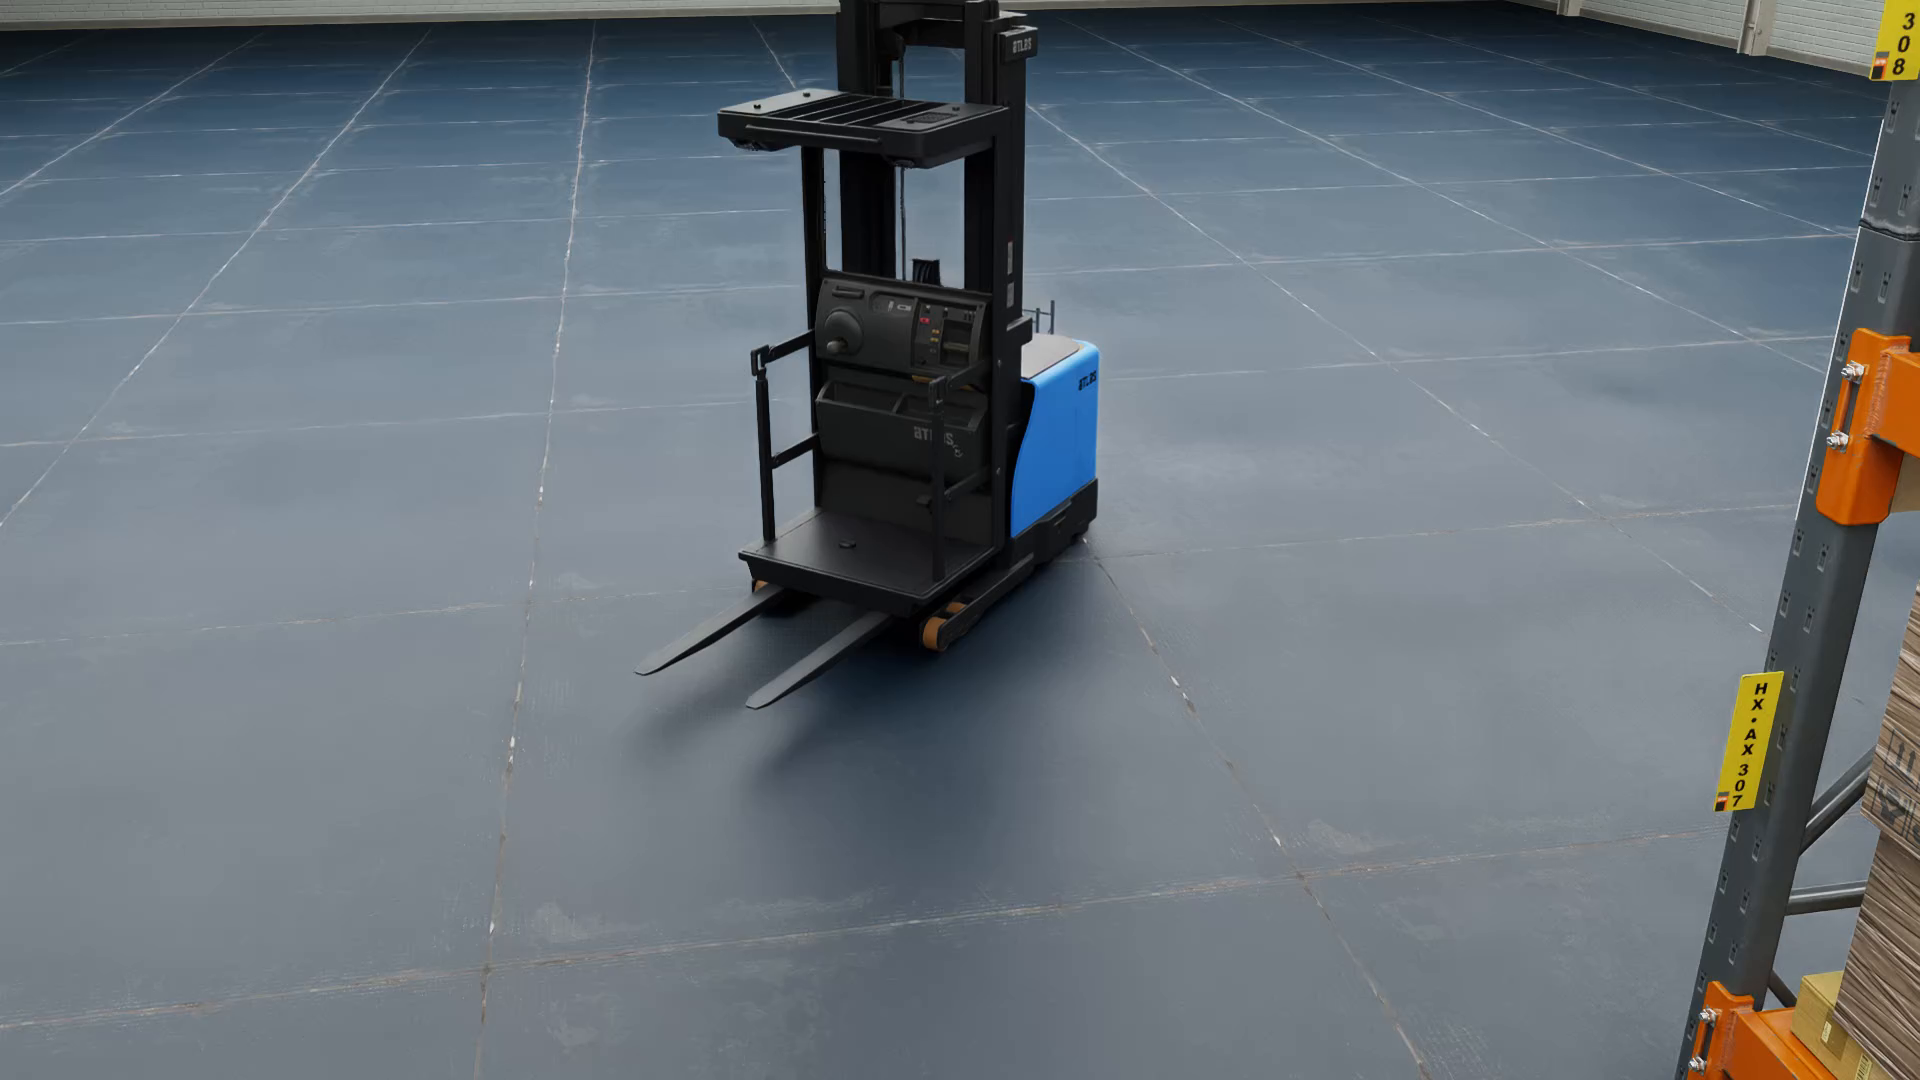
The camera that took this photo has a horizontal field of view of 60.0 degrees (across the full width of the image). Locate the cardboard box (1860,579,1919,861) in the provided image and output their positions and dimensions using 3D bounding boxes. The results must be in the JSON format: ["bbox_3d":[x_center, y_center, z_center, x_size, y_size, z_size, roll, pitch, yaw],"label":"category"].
[{"bbox_3d":[2.008,0.374,2.900,0.500,0.500,0.500,-4,24,-10],"label":"cardboard box"}]

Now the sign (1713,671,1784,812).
[{"bbox_3d":[1.641,0.421,3.456,0.100,0.325,0.005,-4,24,-10],"label":"sign"}]

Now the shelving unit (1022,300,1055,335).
[{"bbox_3d":[0.380,-0.786,9.551,0.258,1.200,0.189,13,27,27],"label":"shelving unit"}]

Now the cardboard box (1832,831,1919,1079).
[{"bbox_3d":[2.249,0.814,3.142,0.875,0.500,0.500,-4,24,-10],"label":"cardboard box"}]

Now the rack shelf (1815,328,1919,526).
[{"bbox_3d":[2.544,0.520,1.464,1.077,0.370,4.000,-4,24,-10],"label":"rack shelf"}]

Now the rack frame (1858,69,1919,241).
[{"bbox_3d":[2.174,-1.971,2.520,1.000,3.000,0.127,-4,24,-10],"label":"rack frame"}]

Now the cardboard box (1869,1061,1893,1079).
[{"bbox_3d":[2.020,1.123,3.246,0.380,0.149,0.250,-4,24,-10],"label":"cardboard box"}]

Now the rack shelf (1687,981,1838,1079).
[{"bbox_3d":[2.544,1.894,2.064,1.077,0.370,4.000,-4,24,-10],"label":"rack shelf"}]

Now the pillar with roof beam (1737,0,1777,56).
[{"bbox_3d":[9.089,-11.981,25.440,9.100,9.000,0.400,-4,24,-10],"label":"pillar with roof beam"}]

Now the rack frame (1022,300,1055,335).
[{"bbox_3d":[0.425,-0.818,9.624,0.240,1.200,0.006,13,27,27],"label":"rack frame"}]

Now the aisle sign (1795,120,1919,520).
[{"bbox_3d":[1.868,-0.416,3.206,0.394,0.787,0.004,-4,24,-10],"label":"aisle sign"}]

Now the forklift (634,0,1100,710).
[{"bbox_3d":[-0.399,-1.013,7.908,1.130,2.935,3.031,13,27,27],"label":"forklift"}]

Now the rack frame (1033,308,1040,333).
[{"bbox_3d":[0.334,-0.755,9.479,0.240,1.200,0.006,13,27,27],"label":"rack frame"}]

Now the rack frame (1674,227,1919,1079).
[{"bbox_3d":[2.174,0.778,3.721,1.000,3.000,0.127,-4,24,-10],"label":"rack frame"}]

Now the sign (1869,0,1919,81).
[{"bbox_3d":[1.641,-0.957,2.854,0.100,0.325,0.005,-4,24,-10],"label":"sign"}]

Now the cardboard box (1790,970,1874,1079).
[{"bbox_3d":[1.992,1.023,3.474,0.380,0.149,0.250,-4,24,-10],"label":"cardboard box"}]

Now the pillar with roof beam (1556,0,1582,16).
[{"bbox_3d":[7.979,-14.341,30.843,9.100,9.000,0.400,-4,24,-10],"label":"pillar with roof beam"}]
